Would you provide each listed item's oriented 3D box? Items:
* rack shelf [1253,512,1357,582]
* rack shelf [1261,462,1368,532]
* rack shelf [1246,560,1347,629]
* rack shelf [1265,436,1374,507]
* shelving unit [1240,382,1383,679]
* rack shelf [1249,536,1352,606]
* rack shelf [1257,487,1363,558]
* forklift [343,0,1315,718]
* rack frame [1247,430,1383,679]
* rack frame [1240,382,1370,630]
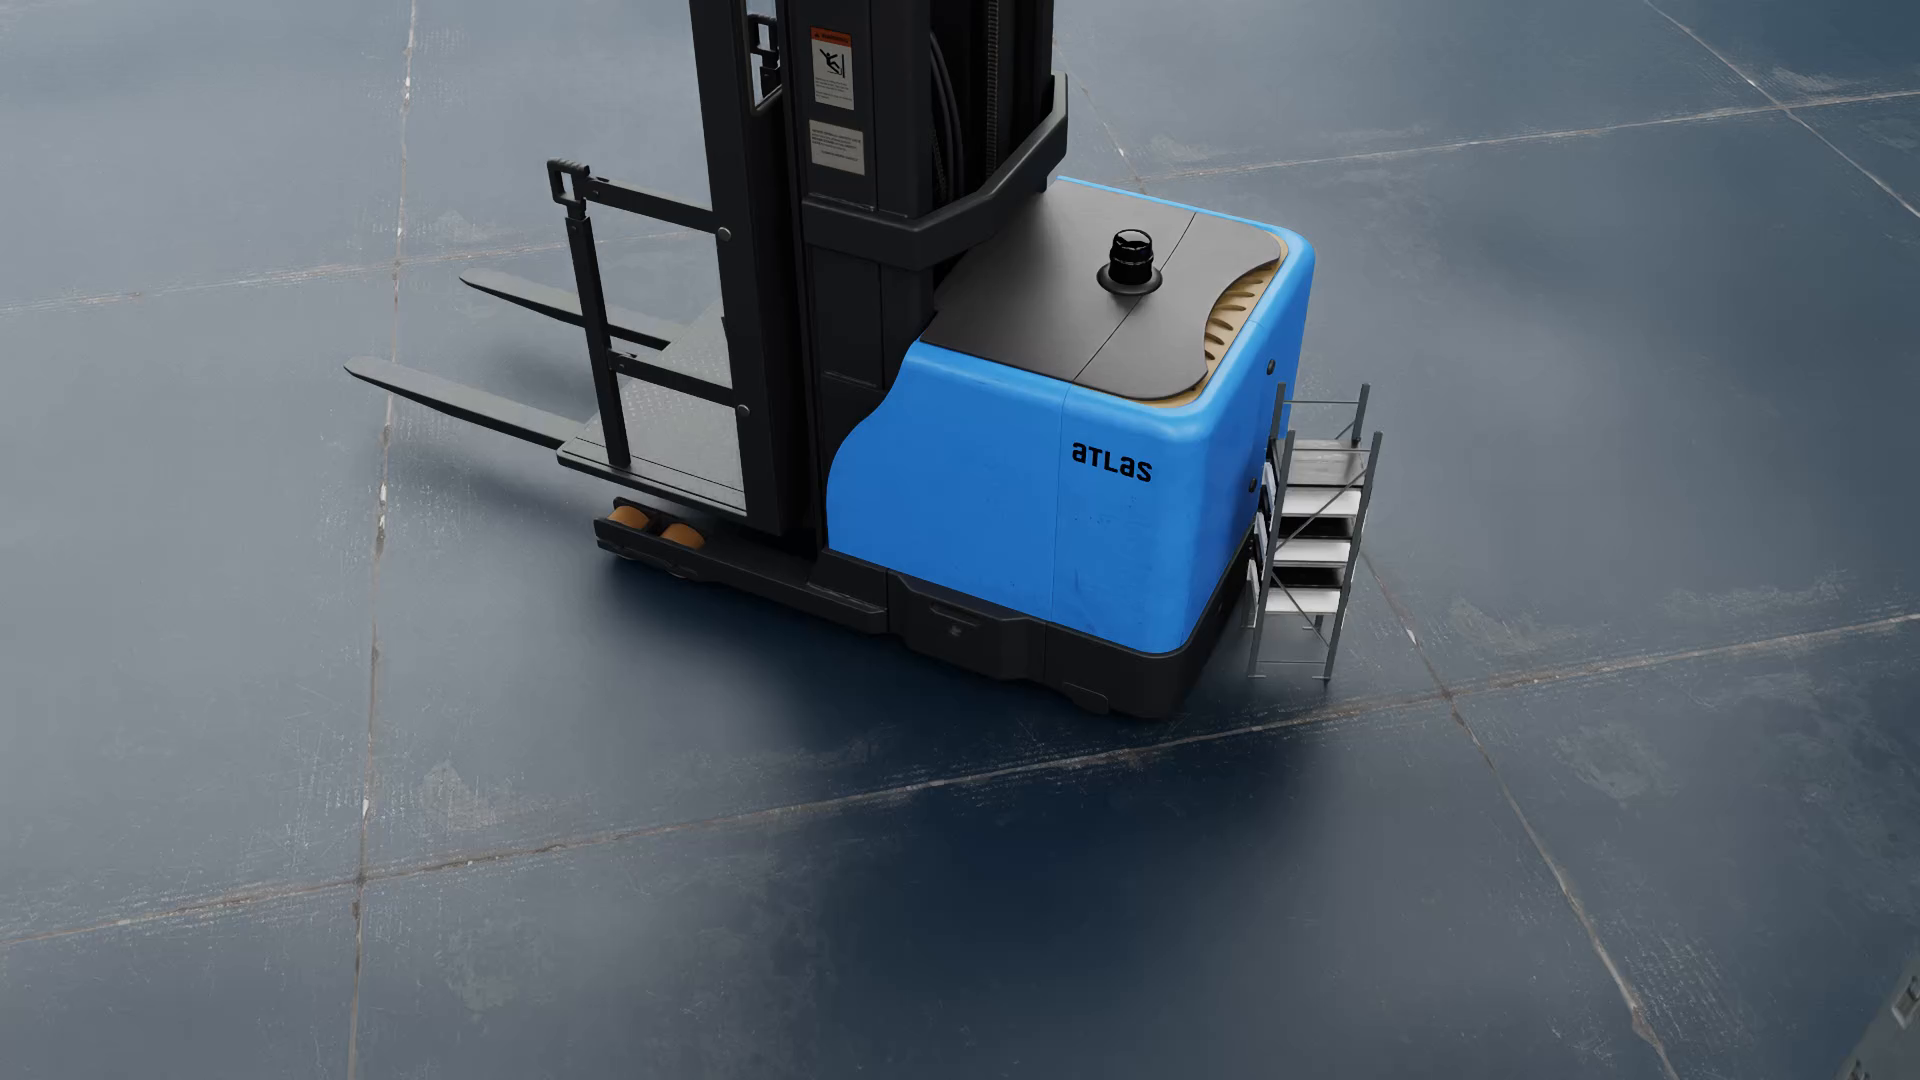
[{"bbox_3d":[0.952,0.019,4.601,0.258,0.077,0.200,1,42,1],"label":"rack shelf"},{"bbox_3d":[0.952,-0.116,4.482,0.258,0.077,0.200,1,42,1],"label":"rack shelf"},{"bbox_3d":[0.952,0.153,4.721,0.258,0.077,0.200,1,42,1],"label":"rack shelf"},{"bbox_3d":[0.952,-0.183,4.422,0.258,0.077,0.200,1,42,1],"label":"rack shelf"},{"bbox_3d":[0.952,-0.006,4.579,0.258,0.900,0.210,1,42,1],"label":"shelving unit"},{"bbox_3d":[0.952,0.086,4.661,0.258,0.077,0.200,1,42,1],"label":"rack shelf"},{"bbox_3d":[0.952,-0.049,4.542,0.258,0.077,0.200,1,42,1],"label":"rack shelf"},{"bbox_3d":[-0.561,-1.276,4.479,3.031,2.935,1.130,18,45,19],"label":"forklift"},{"bbox_3d":[0.949,0.061,4.503,0.240,0.900,0.006,1,42,1],"label":"rack frame"},{"bbox_3d":[0.954,-0.074,4.655,0.240,0.900,0.006,1,42,1],"label":"rack frame"}]
